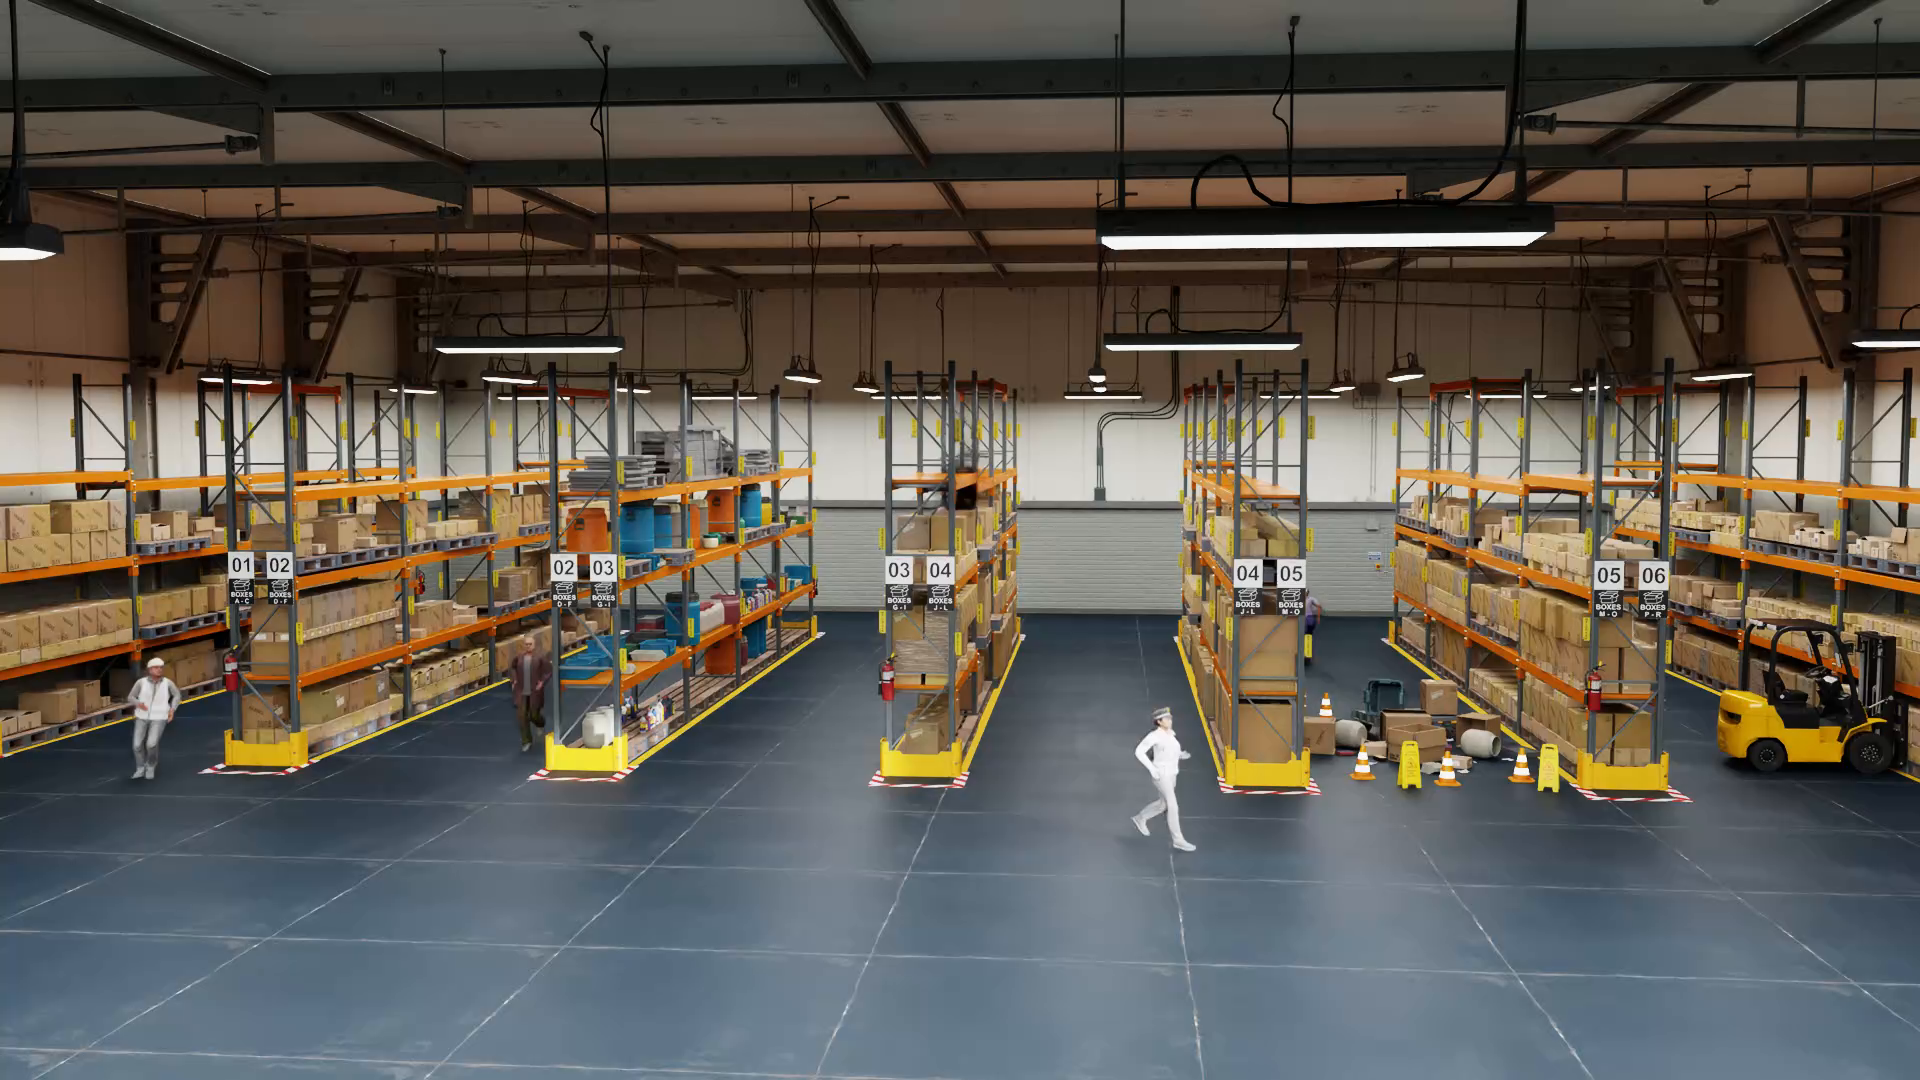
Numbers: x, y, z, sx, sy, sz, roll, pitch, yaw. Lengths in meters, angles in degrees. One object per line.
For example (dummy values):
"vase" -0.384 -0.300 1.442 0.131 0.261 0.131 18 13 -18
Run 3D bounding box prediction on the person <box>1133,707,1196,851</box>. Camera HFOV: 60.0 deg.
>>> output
"person" 2.439 2.825 19.944 0.938 1.674 0.614 3 5 38

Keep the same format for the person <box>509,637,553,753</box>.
"person" -6.780 2.413 26.223 0.711 1.769 0.900 0 4 0

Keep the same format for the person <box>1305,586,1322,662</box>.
"person" 7.430 1.838 35.758 0.565 1.707 0.821 -1 4 -10

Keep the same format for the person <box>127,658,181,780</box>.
"person" -11.650 2.579 24.000 0.669 1.751 0.621 -1 4 -14
